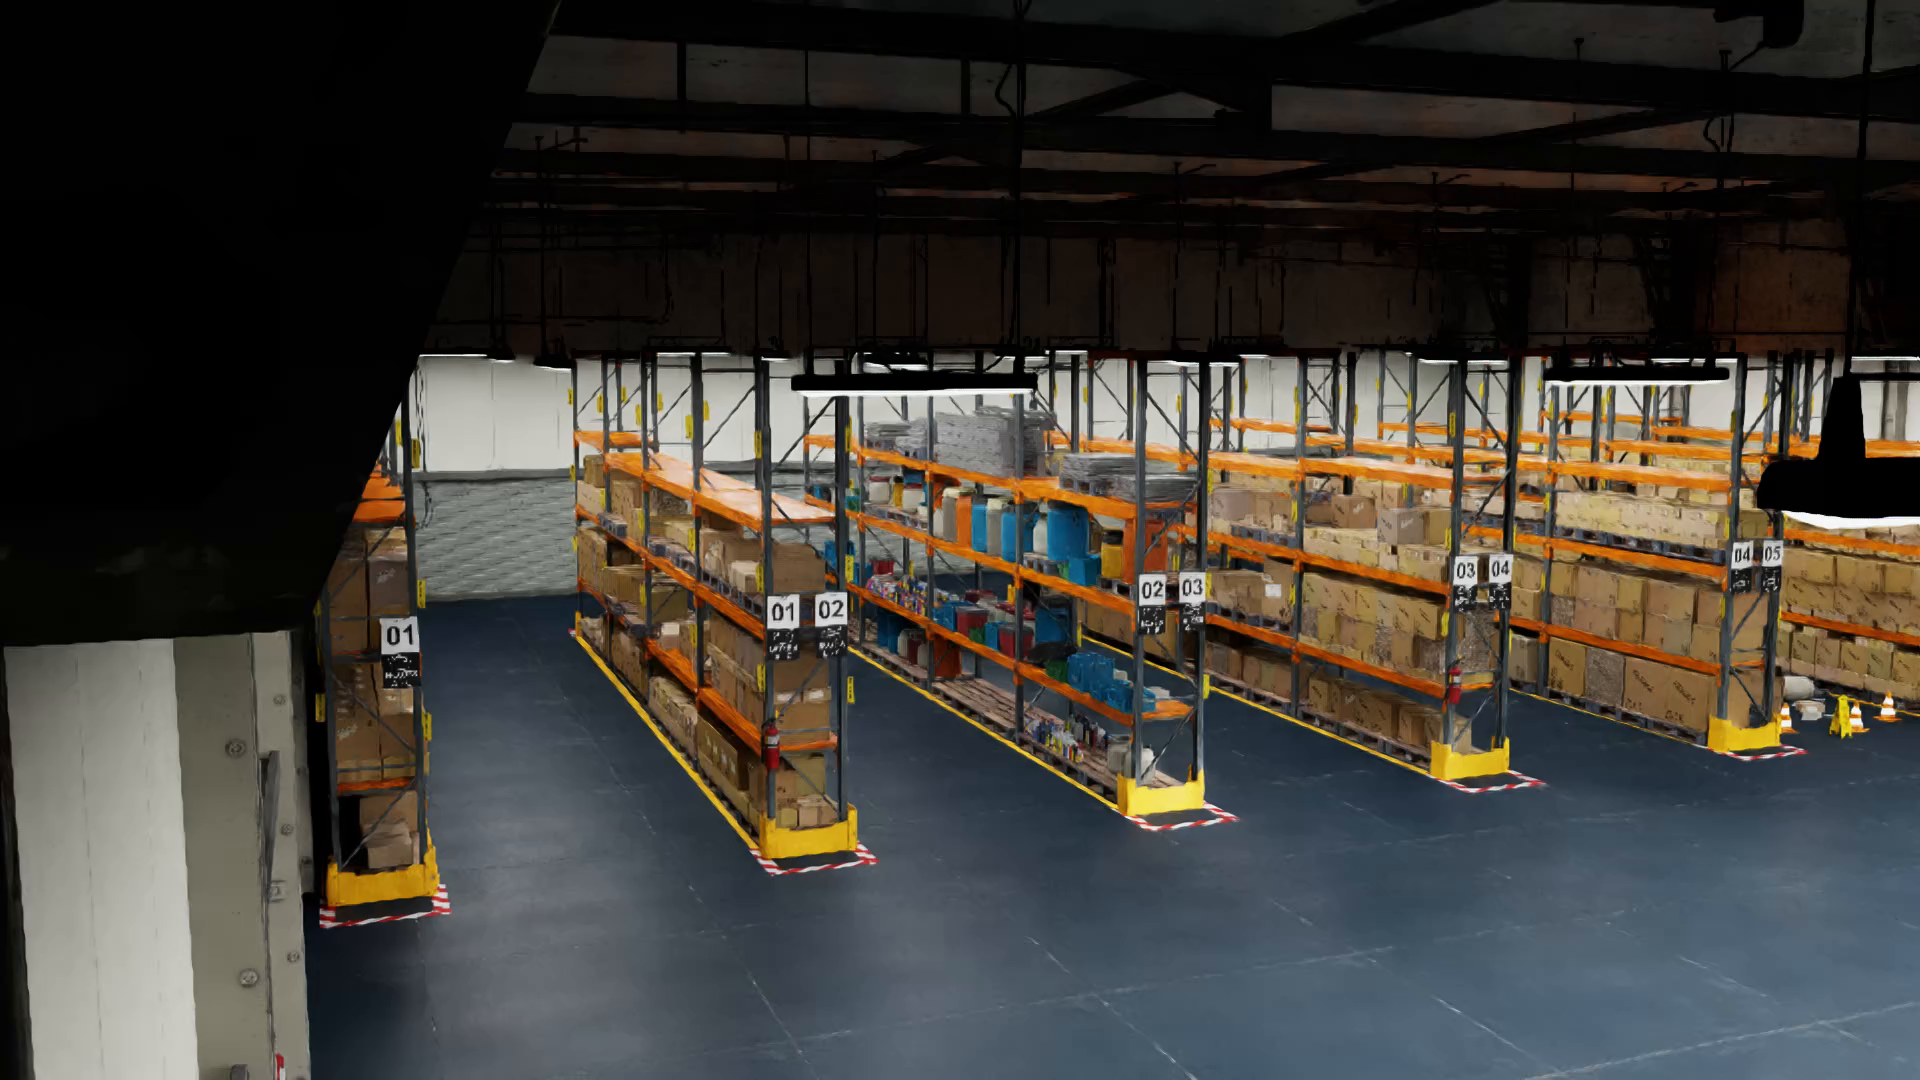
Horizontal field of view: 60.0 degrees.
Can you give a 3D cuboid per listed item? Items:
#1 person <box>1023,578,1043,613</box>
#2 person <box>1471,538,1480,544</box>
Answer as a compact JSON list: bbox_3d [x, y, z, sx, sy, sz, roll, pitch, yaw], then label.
[{"bbox_3d":[1.485,1.212,34.556,0.543,1.649,1.119,-3,8,-23],"label":"person"},{"bbox_3d":[11.398,0.843,36.945,0.649,1.772,0.698,0,7,-3],"label":"person"}]
